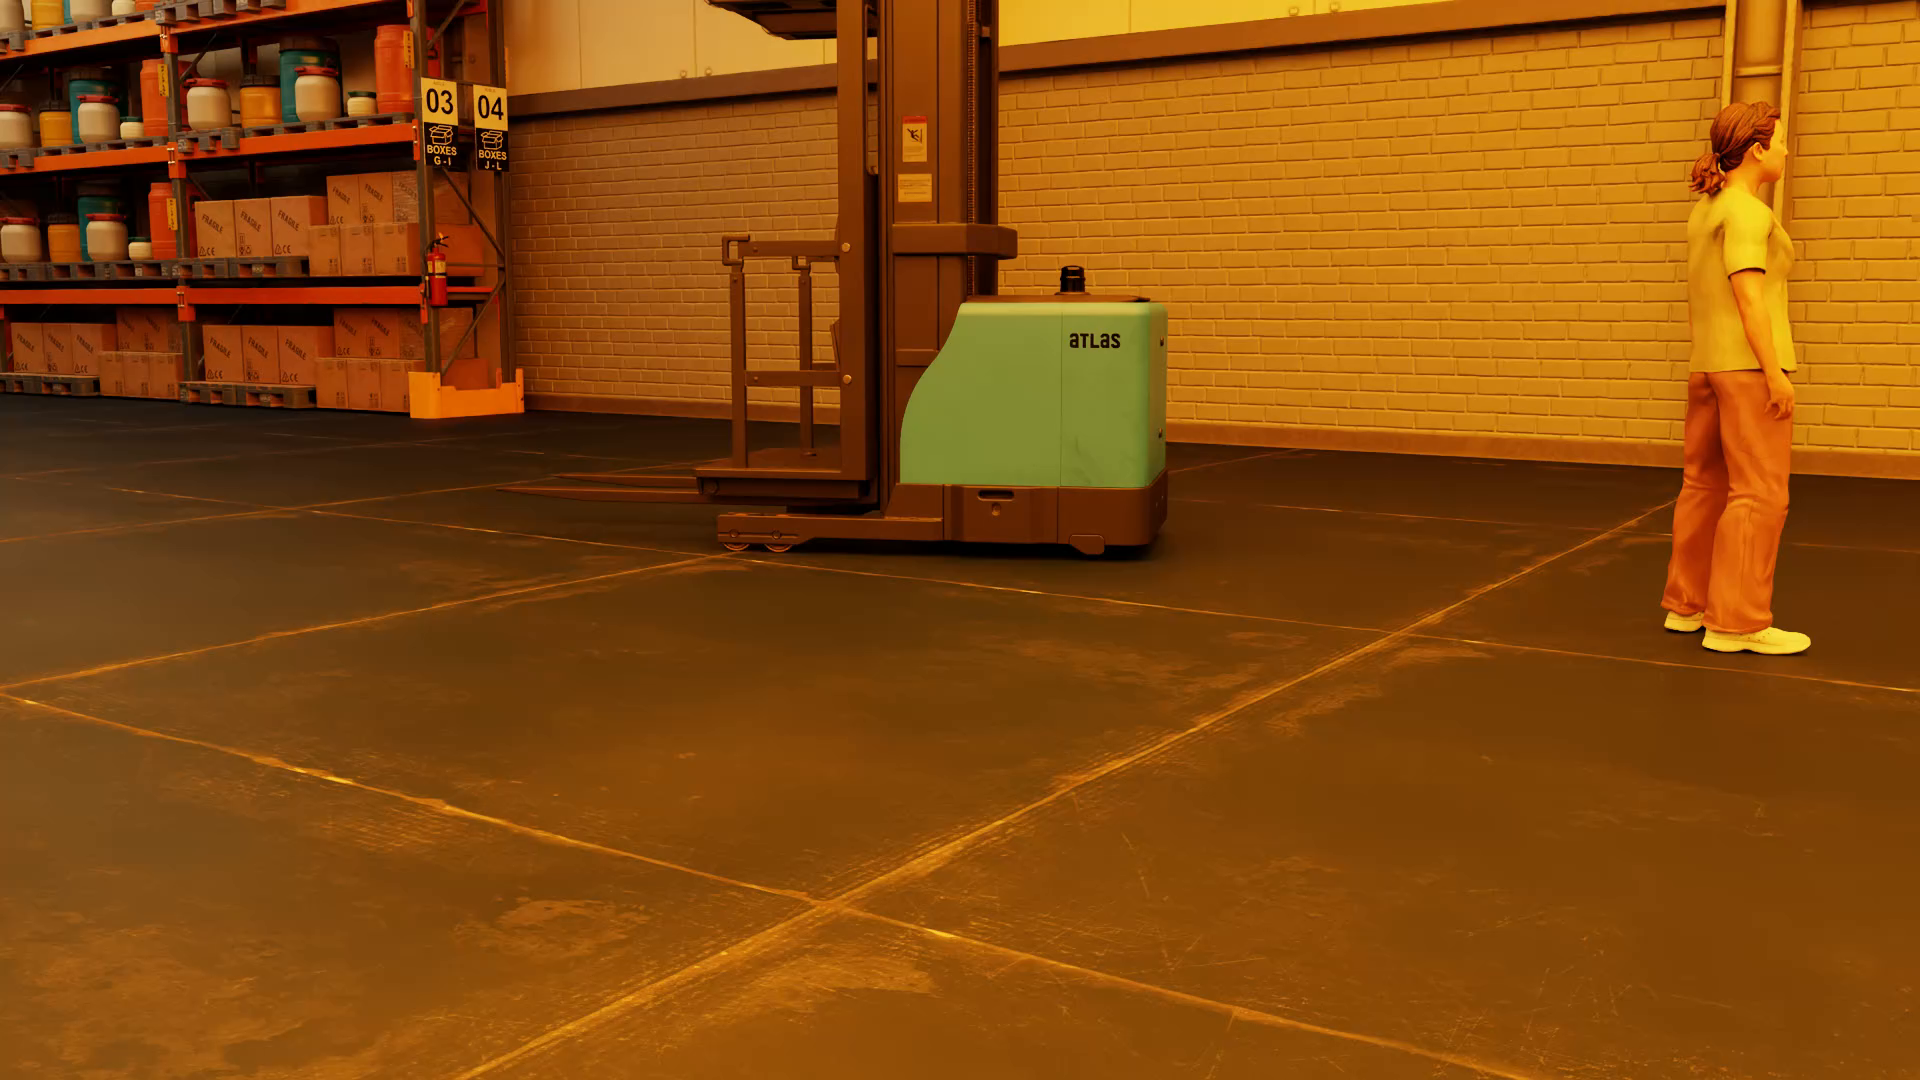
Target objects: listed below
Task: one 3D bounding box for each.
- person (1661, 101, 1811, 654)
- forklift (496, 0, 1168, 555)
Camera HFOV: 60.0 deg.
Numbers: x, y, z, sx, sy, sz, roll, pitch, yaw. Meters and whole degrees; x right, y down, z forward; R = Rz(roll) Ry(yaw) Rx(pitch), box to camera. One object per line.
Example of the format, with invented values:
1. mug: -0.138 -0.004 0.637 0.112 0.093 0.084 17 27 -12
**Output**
1. person: 2.423 -0.502 5.193 0.400 1.674 0.593 0 8 -1
2. forklift: -0.596 -1.469 7.520 3.031 2.935 1.130 2 8 12
